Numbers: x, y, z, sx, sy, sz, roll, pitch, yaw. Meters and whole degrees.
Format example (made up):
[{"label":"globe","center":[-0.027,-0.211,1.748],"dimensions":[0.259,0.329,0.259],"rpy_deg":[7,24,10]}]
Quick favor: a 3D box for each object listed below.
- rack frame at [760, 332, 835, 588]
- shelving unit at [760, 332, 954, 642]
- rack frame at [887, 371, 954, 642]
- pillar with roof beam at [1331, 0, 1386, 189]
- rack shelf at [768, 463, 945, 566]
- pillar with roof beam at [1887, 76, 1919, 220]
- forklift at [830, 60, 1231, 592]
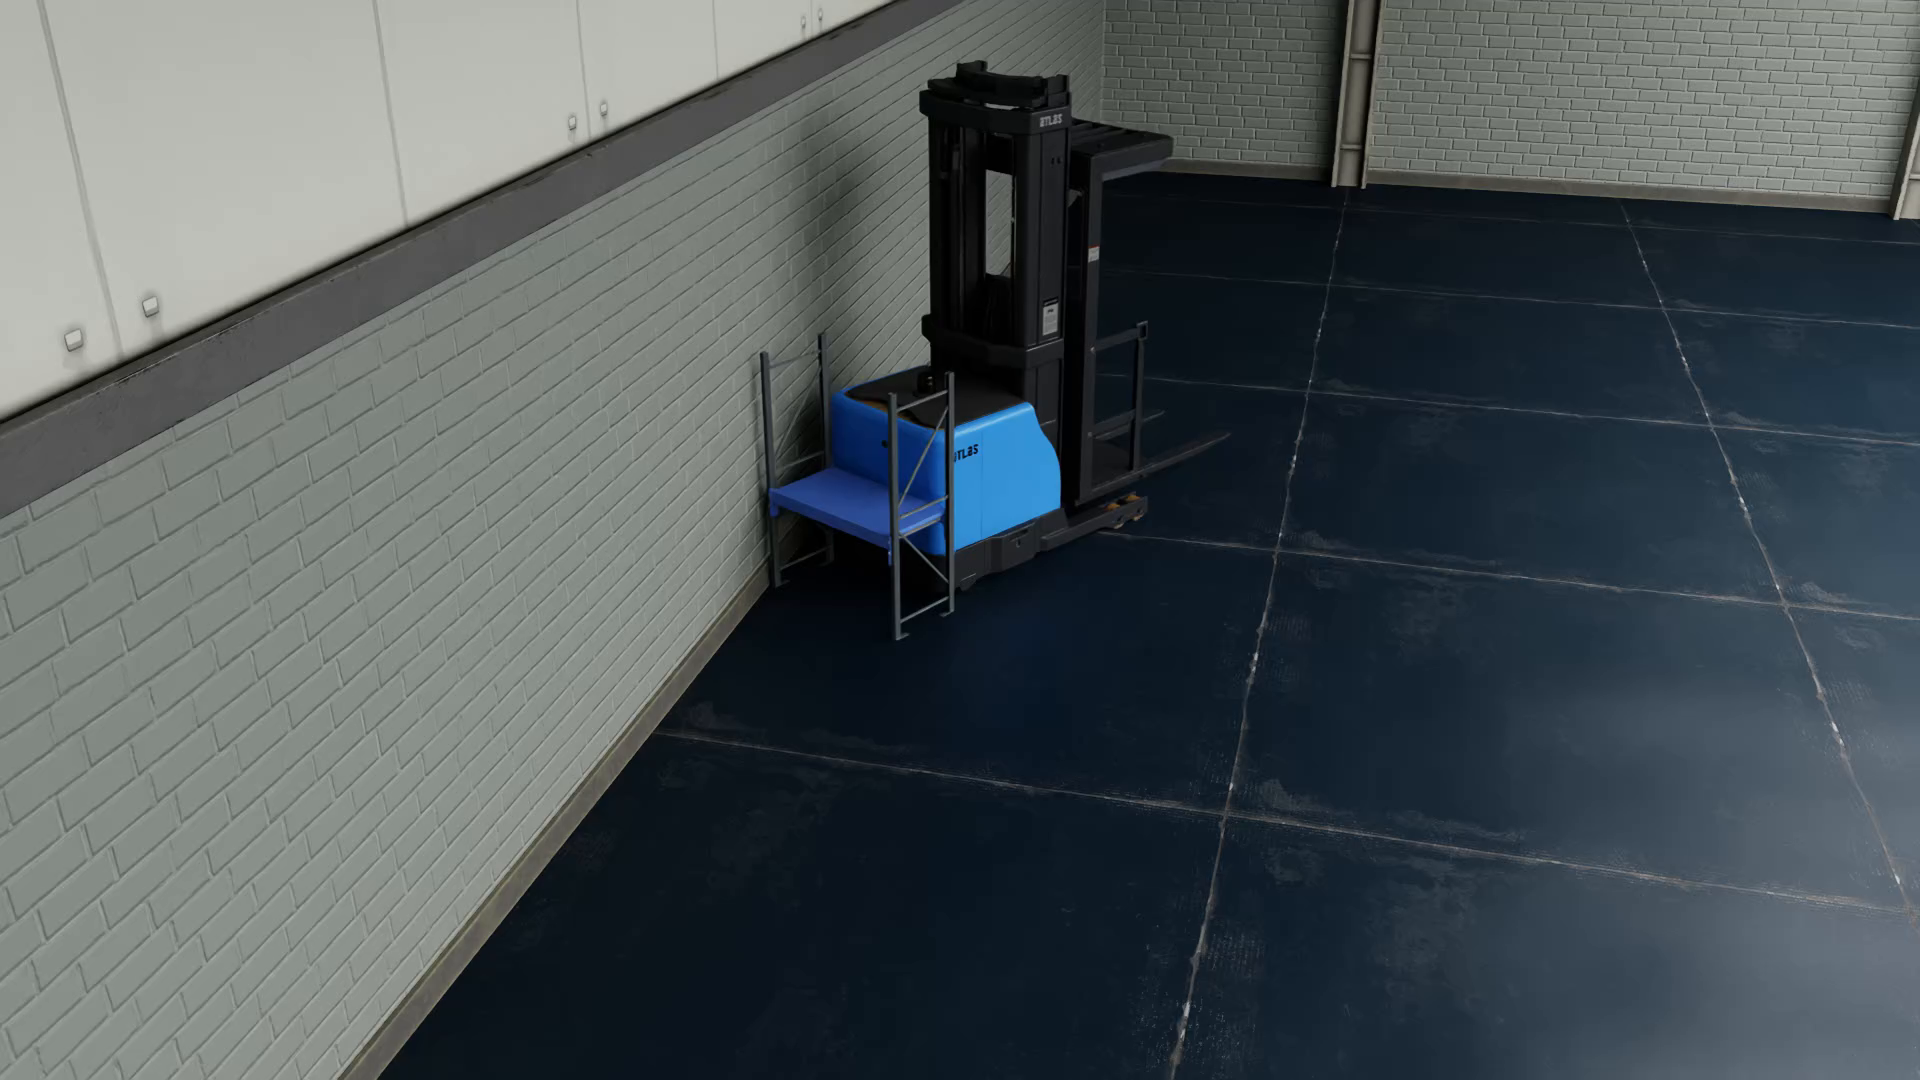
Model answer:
[{"label":"rack frame","center":[-0.969,-0.471,9.994],"dimensions":[0.032,1.500,0.500],"rpy_deg":[21,33,37]},{"label":"shelving unit","center":[-0.590,-0.325,9.688],"dimensions":[1.048,1.500,0.538],"rpy_deg":[21,33,37]},{"label":"rack frame","center":[-0.212,-0.179,9.381],"dimensions":[0.032,1.500,0.500],"rpy_deg":[21,33,37]},{"label":"pillar with roof beam","center":[3.487,-6.441,13.809],"dimensions":[0.400,9.000,9.100],"rpy_deg":[6,26,13]},{"label":"rack shelf","center":[-0.590,-0.163,9.765],"dimensions":[1.000,0.185,0.538],"rpy_deg":[21,33,37]},{"label":"pillar with roof beam","center":[9.298,-5.798,12.460],"dimensions":[0.400,9.000,9.100],"rpy_deg":[6,26,13]},{"label":"forklift","center":[0.606,-1.540,10.574],"dimensions":[3.031,2.935,1.130],"rpy_deg":[-22,33,-39]}]
